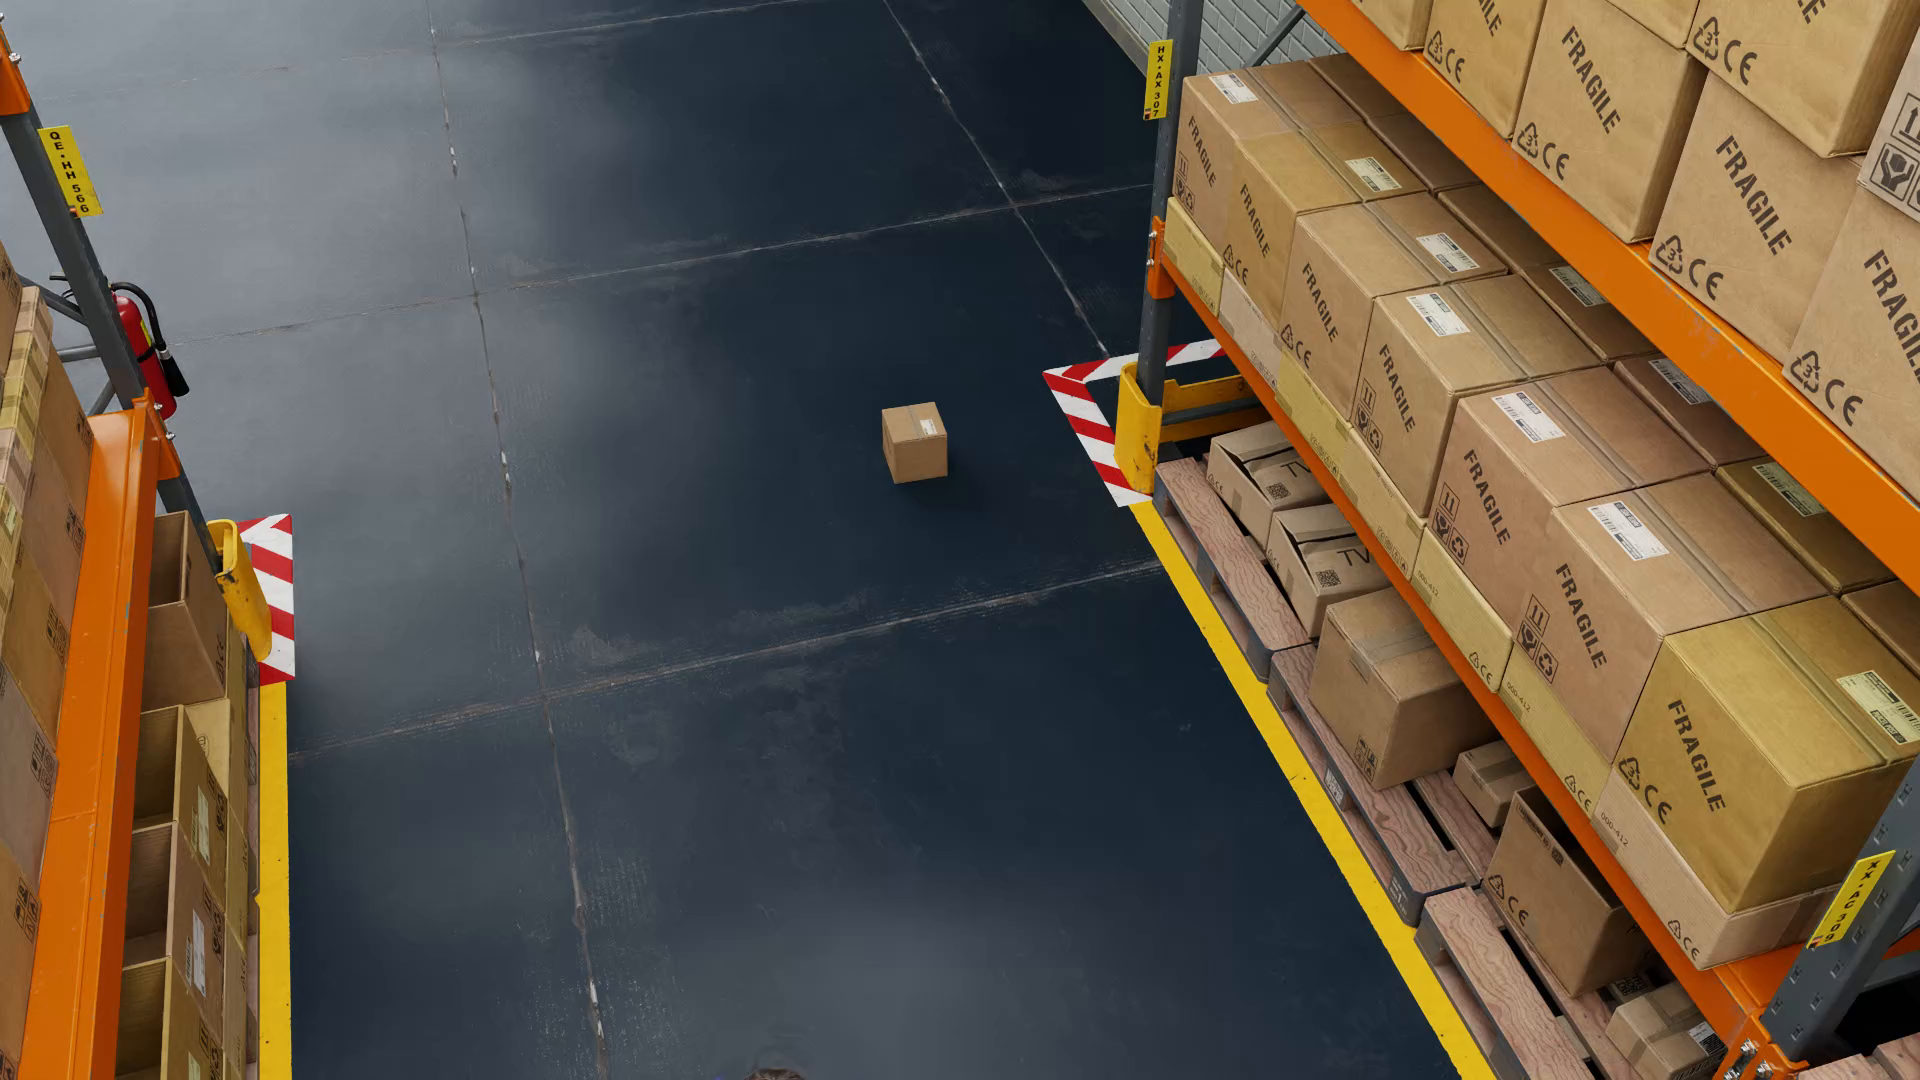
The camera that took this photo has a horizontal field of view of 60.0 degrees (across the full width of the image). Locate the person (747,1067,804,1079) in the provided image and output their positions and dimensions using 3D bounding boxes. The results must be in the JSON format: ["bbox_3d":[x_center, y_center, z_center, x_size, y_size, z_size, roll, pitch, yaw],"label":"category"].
[{"bbox_3d":[-0.421,1.866,4.154,0.460,1.722,0.590,4,43,4],"label":"person"}]
